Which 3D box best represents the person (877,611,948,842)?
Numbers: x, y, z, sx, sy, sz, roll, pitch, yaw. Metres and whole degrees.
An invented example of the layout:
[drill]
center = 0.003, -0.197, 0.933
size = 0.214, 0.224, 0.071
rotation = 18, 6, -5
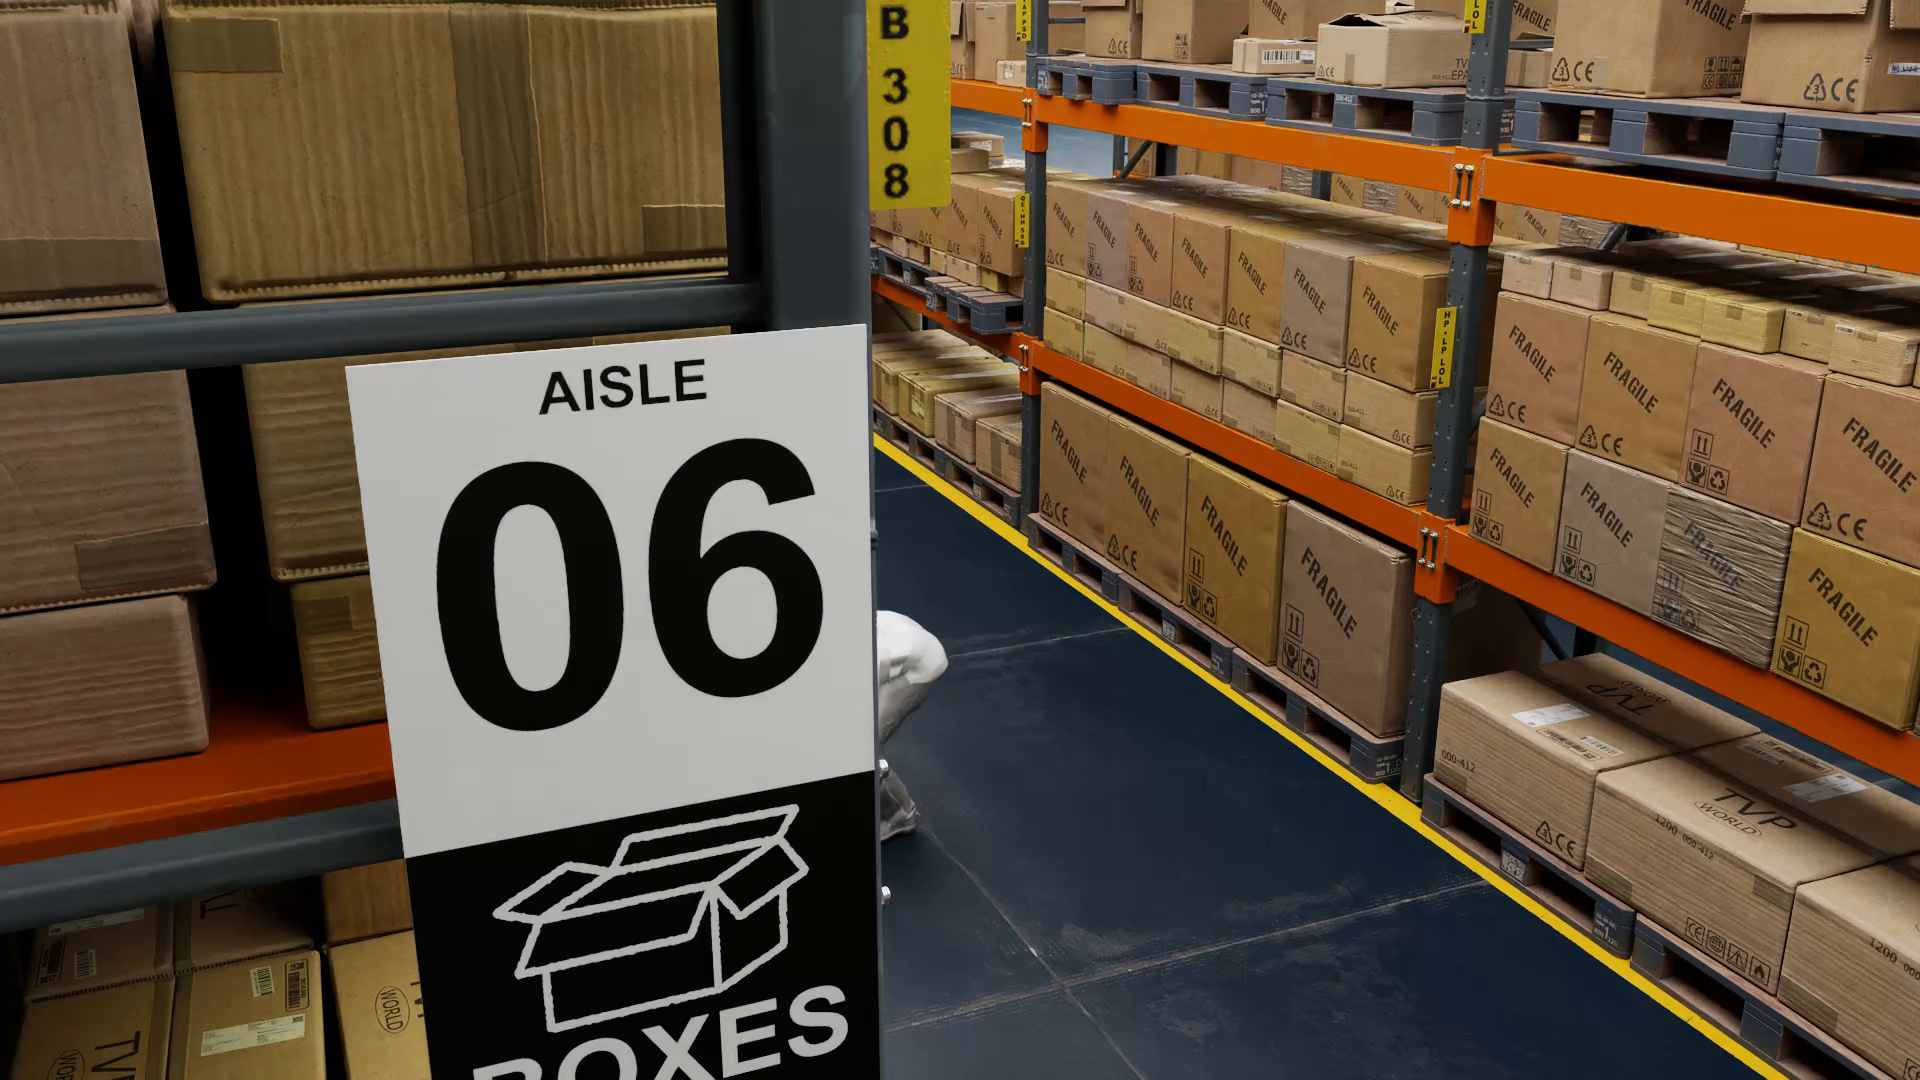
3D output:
[person]
center = -0.531, 0.796, 6.962
size = 0.974, 0.938, 0.501
rotation = -9, 21, -25
